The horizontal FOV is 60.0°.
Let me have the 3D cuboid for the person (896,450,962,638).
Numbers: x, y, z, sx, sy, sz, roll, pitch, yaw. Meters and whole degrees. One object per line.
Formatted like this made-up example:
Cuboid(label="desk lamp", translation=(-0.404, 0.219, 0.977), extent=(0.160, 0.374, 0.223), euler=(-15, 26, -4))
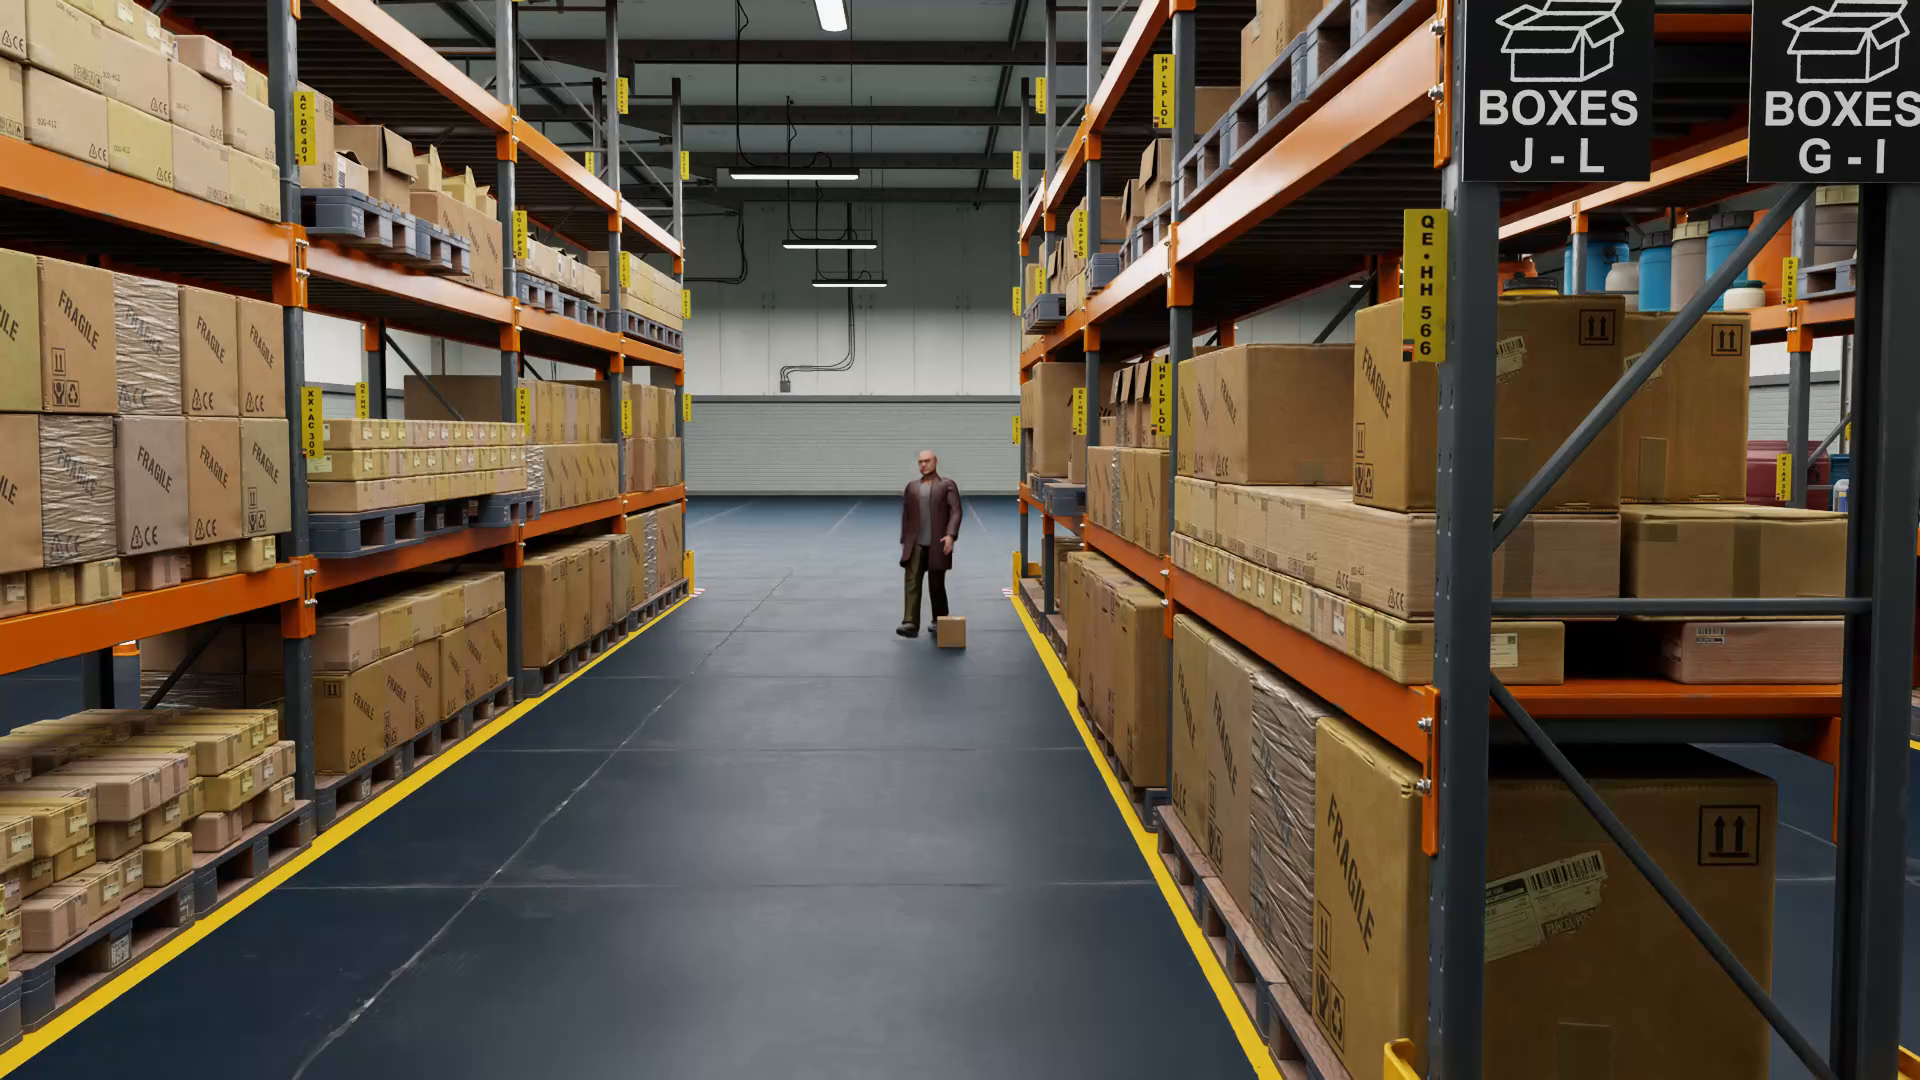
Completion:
Cuboid(label="person", translation=(-0.319, 0.034, 15.298), extent=(0.638, 1.715, 1.013), euler=(1, 4, 12))
